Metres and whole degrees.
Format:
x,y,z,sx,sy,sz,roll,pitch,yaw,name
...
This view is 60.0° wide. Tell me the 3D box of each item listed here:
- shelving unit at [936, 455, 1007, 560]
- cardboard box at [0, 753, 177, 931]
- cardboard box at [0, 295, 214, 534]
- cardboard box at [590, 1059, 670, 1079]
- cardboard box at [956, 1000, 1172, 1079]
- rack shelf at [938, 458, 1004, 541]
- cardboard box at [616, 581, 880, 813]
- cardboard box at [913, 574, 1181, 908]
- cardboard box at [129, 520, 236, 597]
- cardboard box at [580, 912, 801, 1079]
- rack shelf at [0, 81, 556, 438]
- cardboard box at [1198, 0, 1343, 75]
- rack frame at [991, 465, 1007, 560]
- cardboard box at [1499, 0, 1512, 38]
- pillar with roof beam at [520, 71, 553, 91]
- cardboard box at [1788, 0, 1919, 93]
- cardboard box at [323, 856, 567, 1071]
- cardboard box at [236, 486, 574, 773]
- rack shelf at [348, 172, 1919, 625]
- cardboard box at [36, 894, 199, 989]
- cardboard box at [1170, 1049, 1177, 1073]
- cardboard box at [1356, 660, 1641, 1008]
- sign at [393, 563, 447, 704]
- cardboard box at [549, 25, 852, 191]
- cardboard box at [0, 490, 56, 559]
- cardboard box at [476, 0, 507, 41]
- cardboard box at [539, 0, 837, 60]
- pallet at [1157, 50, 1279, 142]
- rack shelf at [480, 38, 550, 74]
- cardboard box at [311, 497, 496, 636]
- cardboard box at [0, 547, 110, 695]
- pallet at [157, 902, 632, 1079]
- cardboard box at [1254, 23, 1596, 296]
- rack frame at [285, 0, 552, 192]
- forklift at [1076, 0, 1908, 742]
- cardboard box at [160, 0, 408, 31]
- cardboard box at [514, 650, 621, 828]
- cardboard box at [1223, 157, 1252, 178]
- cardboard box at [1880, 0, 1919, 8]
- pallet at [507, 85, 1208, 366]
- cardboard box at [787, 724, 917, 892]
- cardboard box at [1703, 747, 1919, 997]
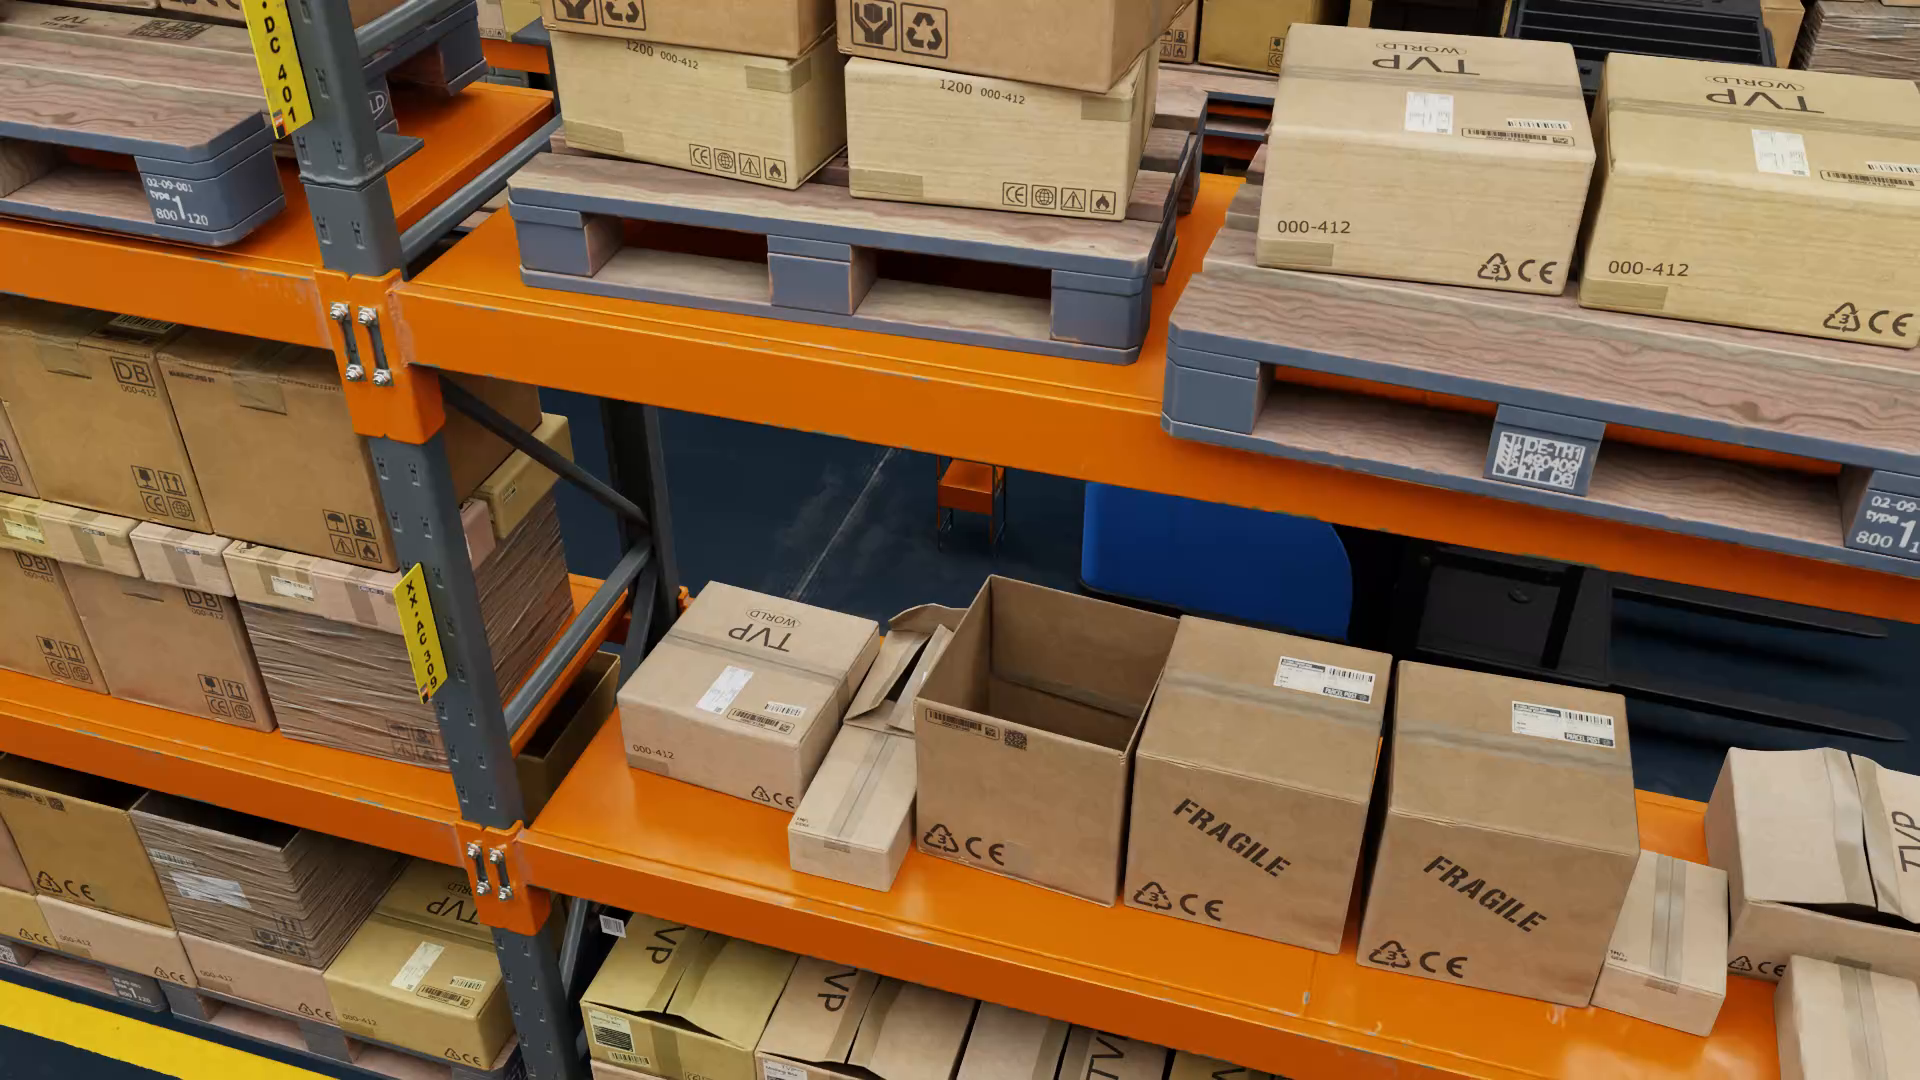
x,y,z,sx,sy,sz,roll,pitch,yaw,name
0.051,-0.413,6.926,0.252,1.050,0.215,10,38,14,shelving unit
-2.476,0.771,5.005,0.500,0.500,0.500,10,38,14,cardboard box
-1.924,-0.452,4.155,0.500,0.500,0.700,10,38,14,cardboard box
-0.705,1.424,4.751,0.500,0.250,0.500,10,37,13,cardboard box
0.275,1.382,4.334,0.500,0.311,0.500,9,37,12,cardboard box
0.051,-0.181,7.097,0.240,0.259,0.215,10,38,14,rack shelf
-0.533,0.396,4.307,0.500,0.250,0.500,13,38,17,cardboard box
0.215,0.472,3.994,0.500,0.500,0.500,13,38,17,cardboard box
-1.825,-0.044,4.148,0.250,0.149,0.380,9,37,13,cardboard box
-0.696,1.200,4.581,0.500,0.311,0.500,11,38,14,cardboard box
-2.925,-0.998,4.152,4.000,0.370,1.077,10,38,14,rack shelf
1.465,-2.535,7.708,0.500,0.500,0.700,14,39,19,cardboard box
0.168,-0.392,6.897,0.008,1.050,0.200,10,38,14,rack frame
2.628,-2.325,7.423,0.500,0.500,0.700,10,38,14,cardboard box
-3.718,-3.583,4.526,0.400,9.000,9.100,10,38,14,pillar with roof beam
3.824,-2.118,7.141,0.500,0.500,0.700,6,37,8,cardboard box
-1.524,1.254,4.981,0.500,0.250,0.500,10,38,14,cardboard box
-1.441,0.159,4.420,0.500,0.500,0.700,10,37,13,cardboard box
0.893,-0.291,3.191,4.000,0.370,1.077,10,38,14,rack shelf
-2.480,1.080,5.218,0.500,0.250,0.500,10,38,14,cardboard box
0.437,1.302,4.916,0.500,0.250,0.500,11,38,15,cardboard box
1.196,0.653,3.748,0.500,0.500,0.500,9,37,11,cardboard box
-1.180,0.208,3.640,0.005,0.325,0.100,10,38,14,sign
-0.431,-0.929,3.223,0.500,0.250,0.500,14,39,19,cardboard box
-2.310,-0.135,4.272,0.250,0.149,0.380,10,38,14,cardboard box
-2.489,-2.835,8.681,0.500,0.250,0.500,9,37,12,cardboard box
-0.439,-1.214,2.978,0.500,0.500,0.500,11,38,14,cardboard box
1.144,-2.235,7.918,1.213,0.211,1.003,10,38,14,pallet
-1.451,-2.593,8.850,4.000,0.370,1.077,10,38,14,rack shelf
-1.339,0.045,4.026,0.250,0.149,0.380,10,38,14,cardboard box
-2.424,-0.022,4.665,0.500,0.500,0.700,11,38,15,cardboard box
-1.762,1.232,5.397,1.213,0.211,1.003,10,38,14,pallet
0.791,-0.670,2.872,0.500,0.250,0.500,7,37,10,cardboard box
-1.016,-2.142,2.569,0.127,3.000,1.000,10,38,14,rack frame
2.036,-0.760,5.810,3.031,2.935,1.130,11,38,15,forklift
-1.418,-1.438,3.586,0.500,0.500,0.500,14,38,18,cardboard box
-1.365,0.651,5.168,0.500,0.500,0.500,10,38,14,cardboard box
1.587,-1.806,8.278,0.500,0.250,0.500,10,37,13,cardboard box
3.937,-2.345,6.903,0.250,0.149,0.380,6,37,8,cardboard box
-0.170,-0.709,3.313,1.217,0.209,0.805,9,37,12,pallet
-0.231,0.647,4.052,0.250,0.149,0.380,10,38,14,cardboard box
2.006,0.749,3.777,0.500,0.311,0.500,10,38,13,cardboard box
